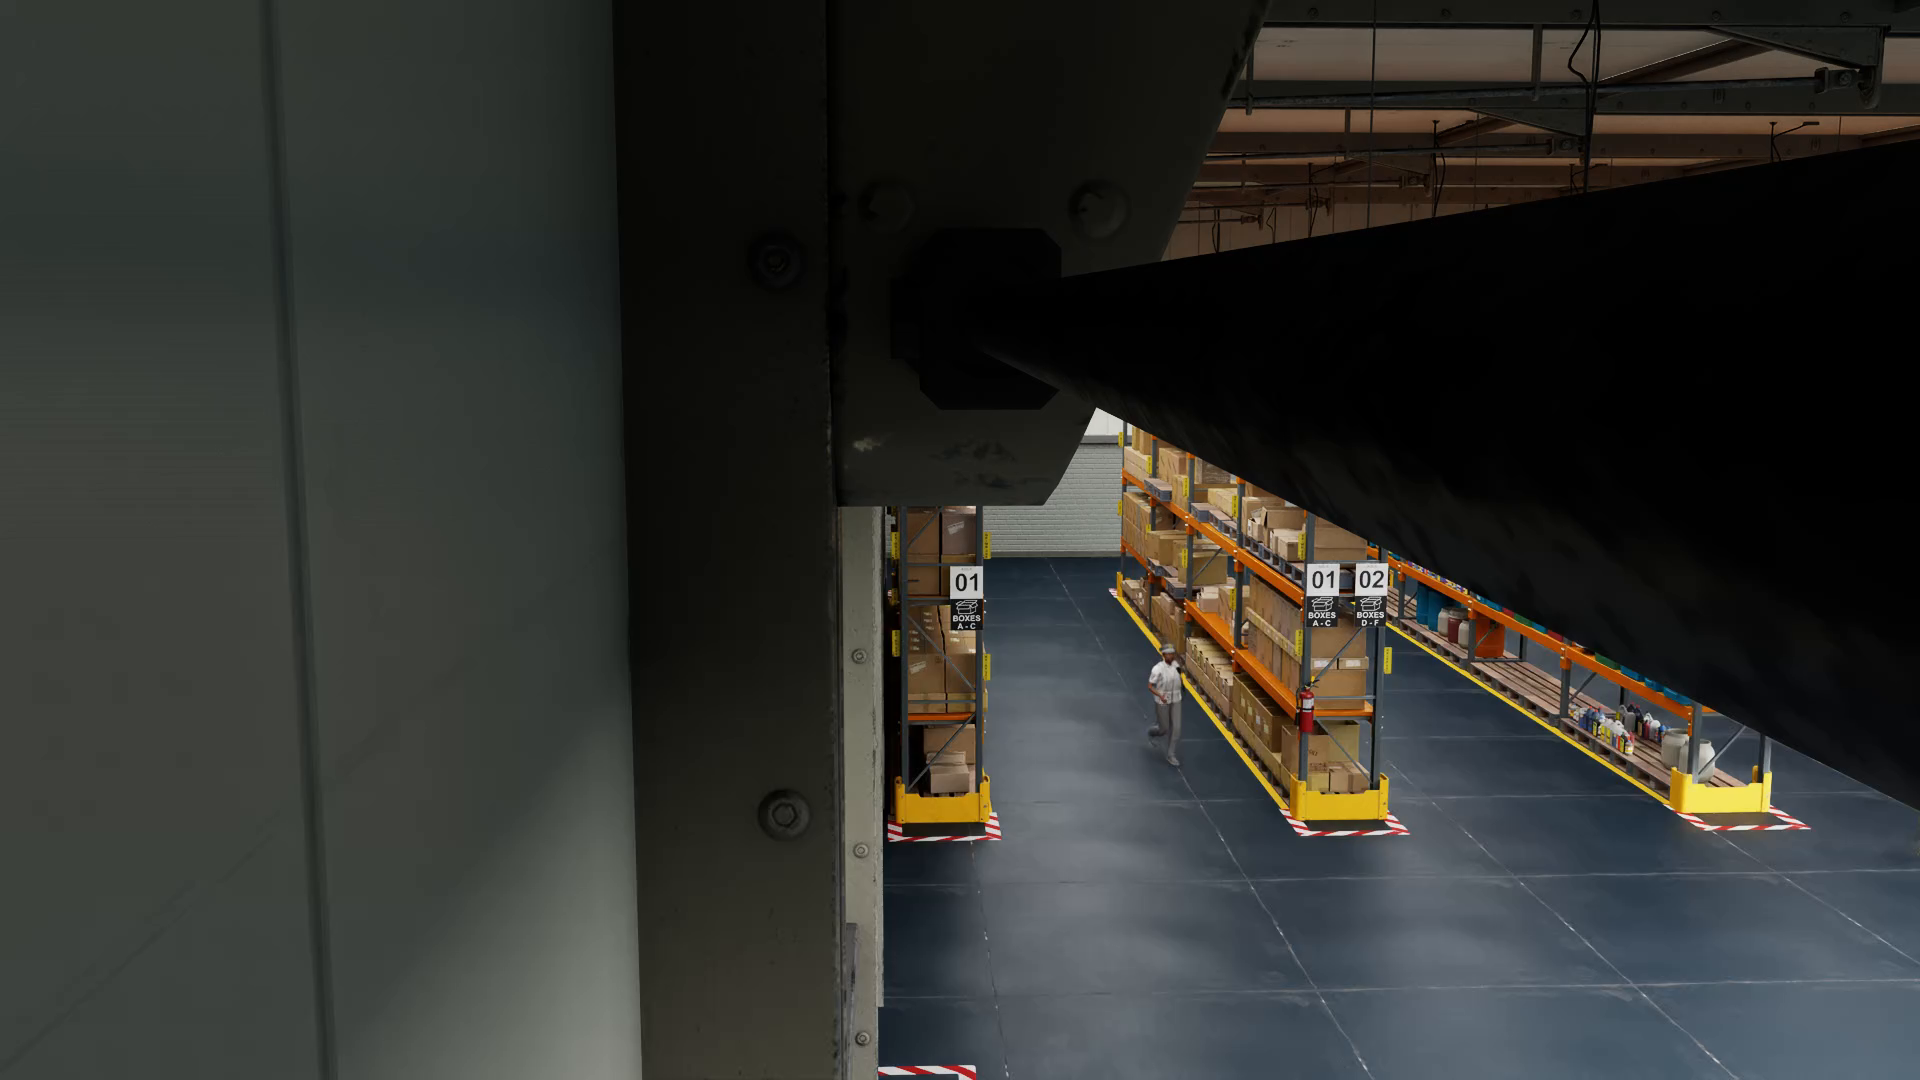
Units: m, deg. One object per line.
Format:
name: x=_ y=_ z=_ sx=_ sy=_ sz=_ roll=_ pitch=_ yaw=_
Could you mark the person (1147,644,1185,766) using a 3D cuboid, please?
person: x=2.895 y=2.257 z=23.261 sx=0.579 sy=1.682 sz=0.764 roll=-3 pitch=9 yaw=-20
